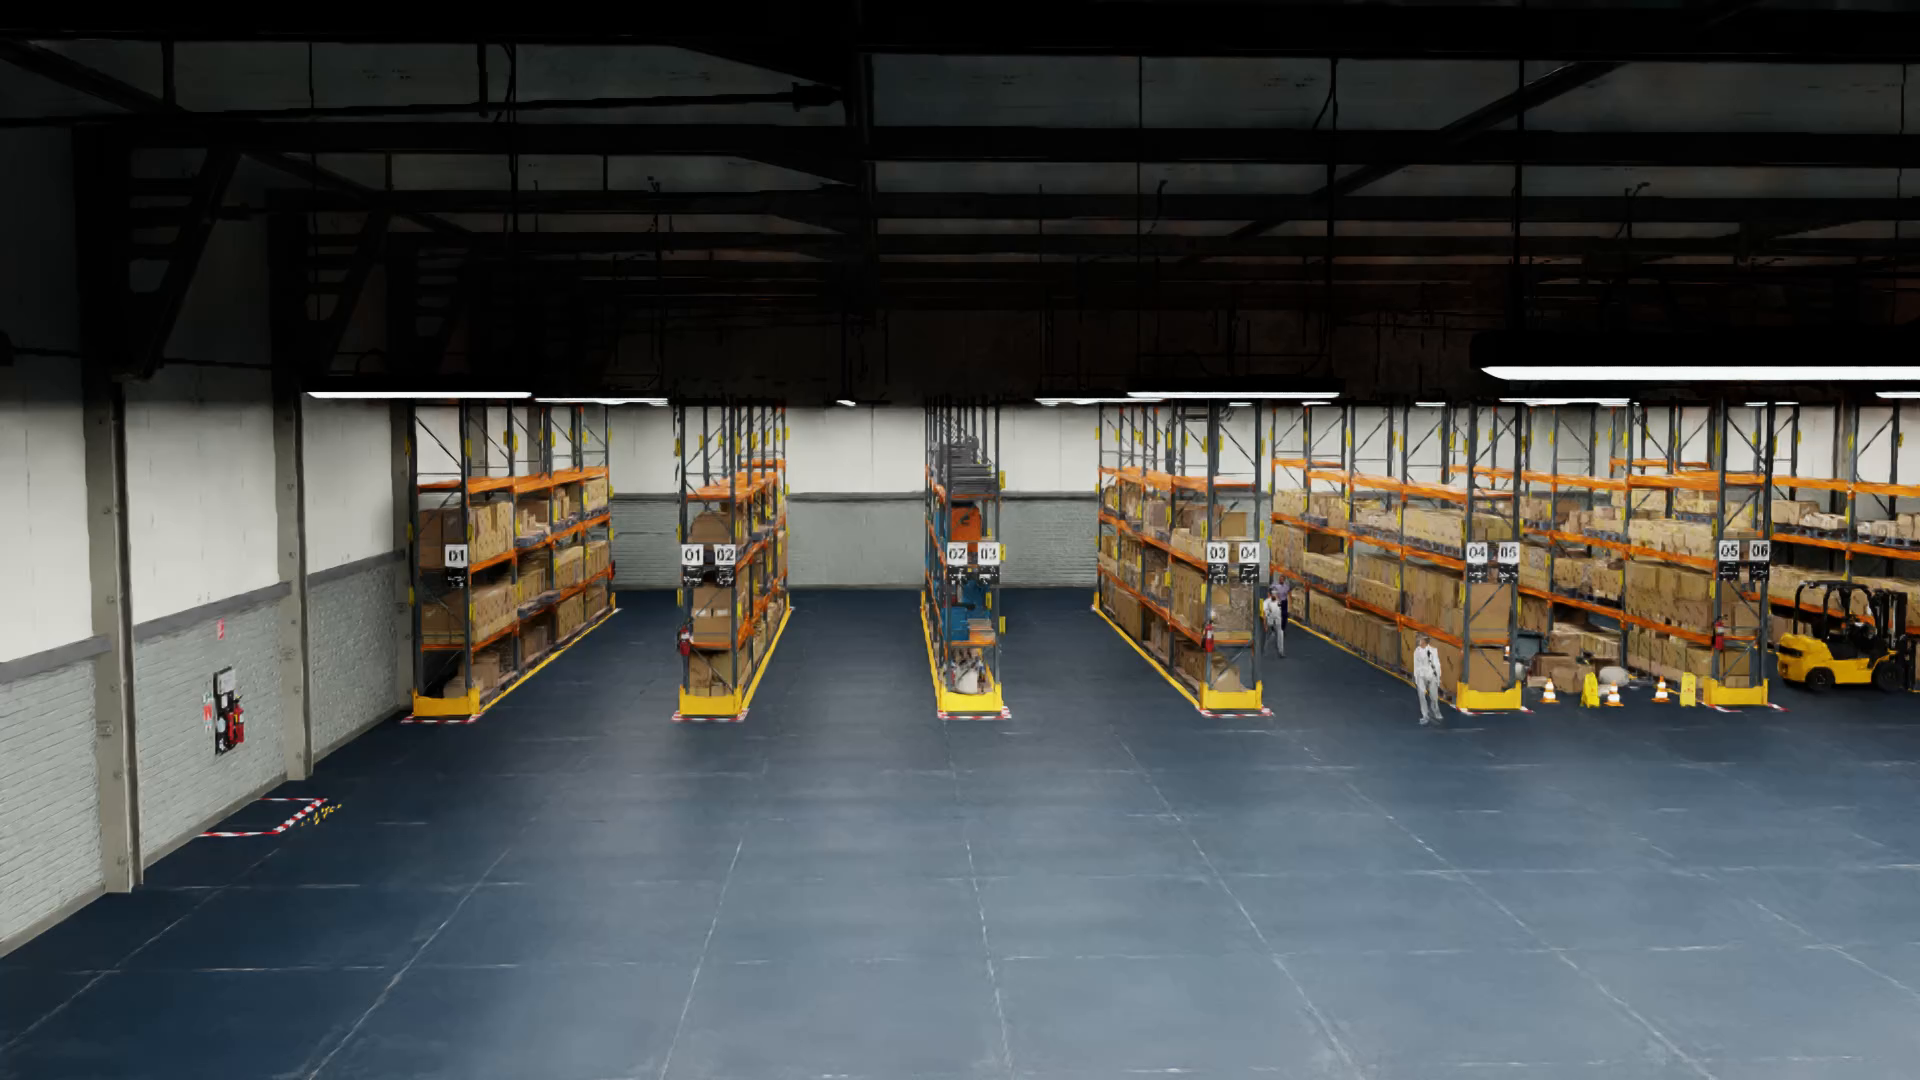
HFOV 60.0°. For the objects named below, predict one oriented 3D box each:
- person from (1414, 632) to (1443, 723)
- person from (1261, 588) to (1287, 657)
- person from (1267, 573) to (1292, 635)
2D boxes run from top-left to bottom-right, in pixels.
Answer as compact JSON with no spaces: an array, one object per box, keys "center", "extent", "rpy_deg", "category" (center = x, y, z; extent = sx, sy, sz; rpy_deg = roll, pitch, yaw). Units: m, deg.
[{"center":[8.563,2.493,30.418],"extent":[0.521,1.665,0.545],"rpy_deg":[3,5,33],"category":"person"},{"center":[7.209,1.881,38.353],"extent":[0.497,1.567,1.091],"rpy_deg":[0,5,-5],"category":"person"},{"center":[8.089,1.622,42.094],"extent":[0.625,1.573,0.510],"rpy_deg":[0,5,-5],"category":"person"}]
